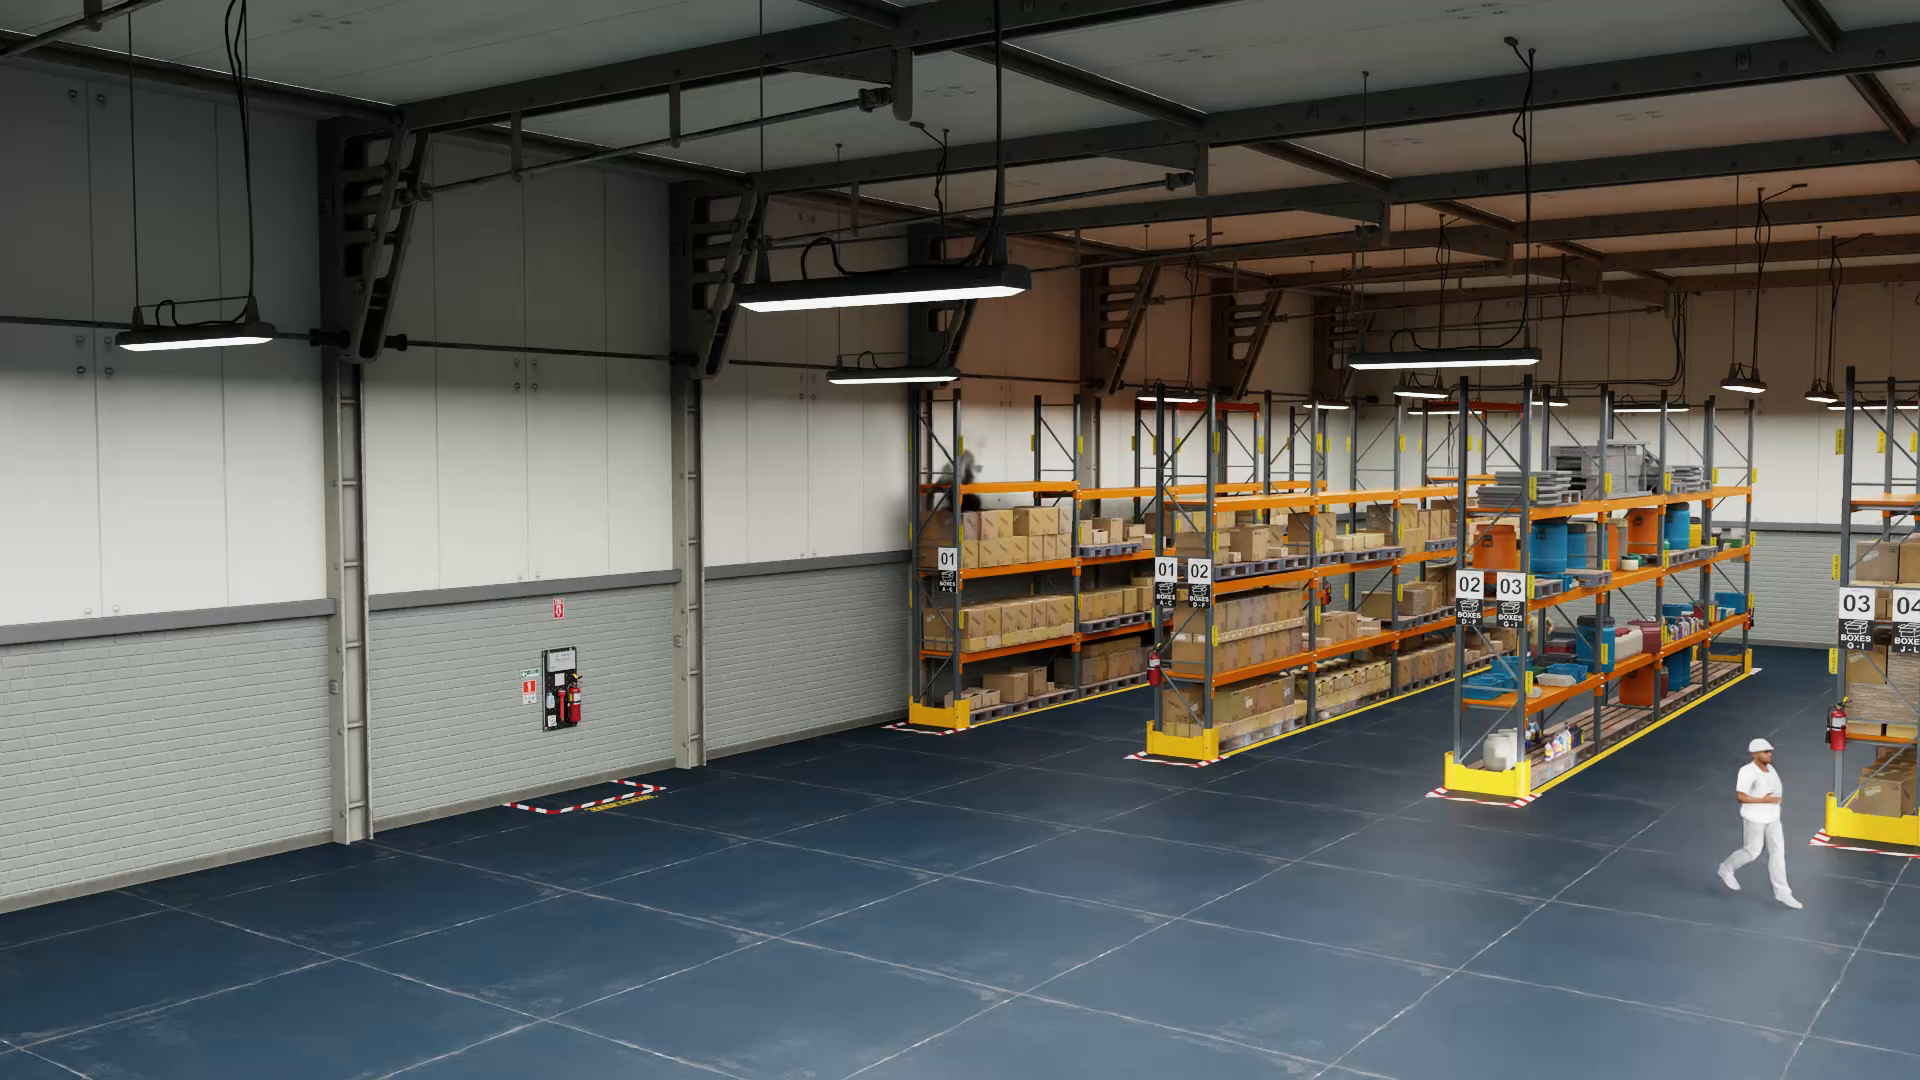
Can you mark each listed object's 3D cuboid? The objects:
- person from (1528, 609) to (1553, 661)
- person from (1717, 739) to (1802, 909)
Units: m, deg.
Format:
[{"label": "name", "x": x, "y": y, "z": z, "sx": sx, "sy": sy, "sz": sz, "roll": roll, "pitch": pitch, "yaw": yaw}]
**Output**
[{"label": "person", "x": 12.011, "y": 2.178, "z": 34.552, "sx": 0.570, "sy": 1.701, "sz": 0.831, "roll": 1, "pitch": 4, "yaw": 22}, {"label": "person", "x": 8.749, "y": 3.054, "z": 18.181, "sx": 0.695, "sy": 1.769, "sz": 0.962, "roll": -2, "pitch": 4, "yaw": -26}]
